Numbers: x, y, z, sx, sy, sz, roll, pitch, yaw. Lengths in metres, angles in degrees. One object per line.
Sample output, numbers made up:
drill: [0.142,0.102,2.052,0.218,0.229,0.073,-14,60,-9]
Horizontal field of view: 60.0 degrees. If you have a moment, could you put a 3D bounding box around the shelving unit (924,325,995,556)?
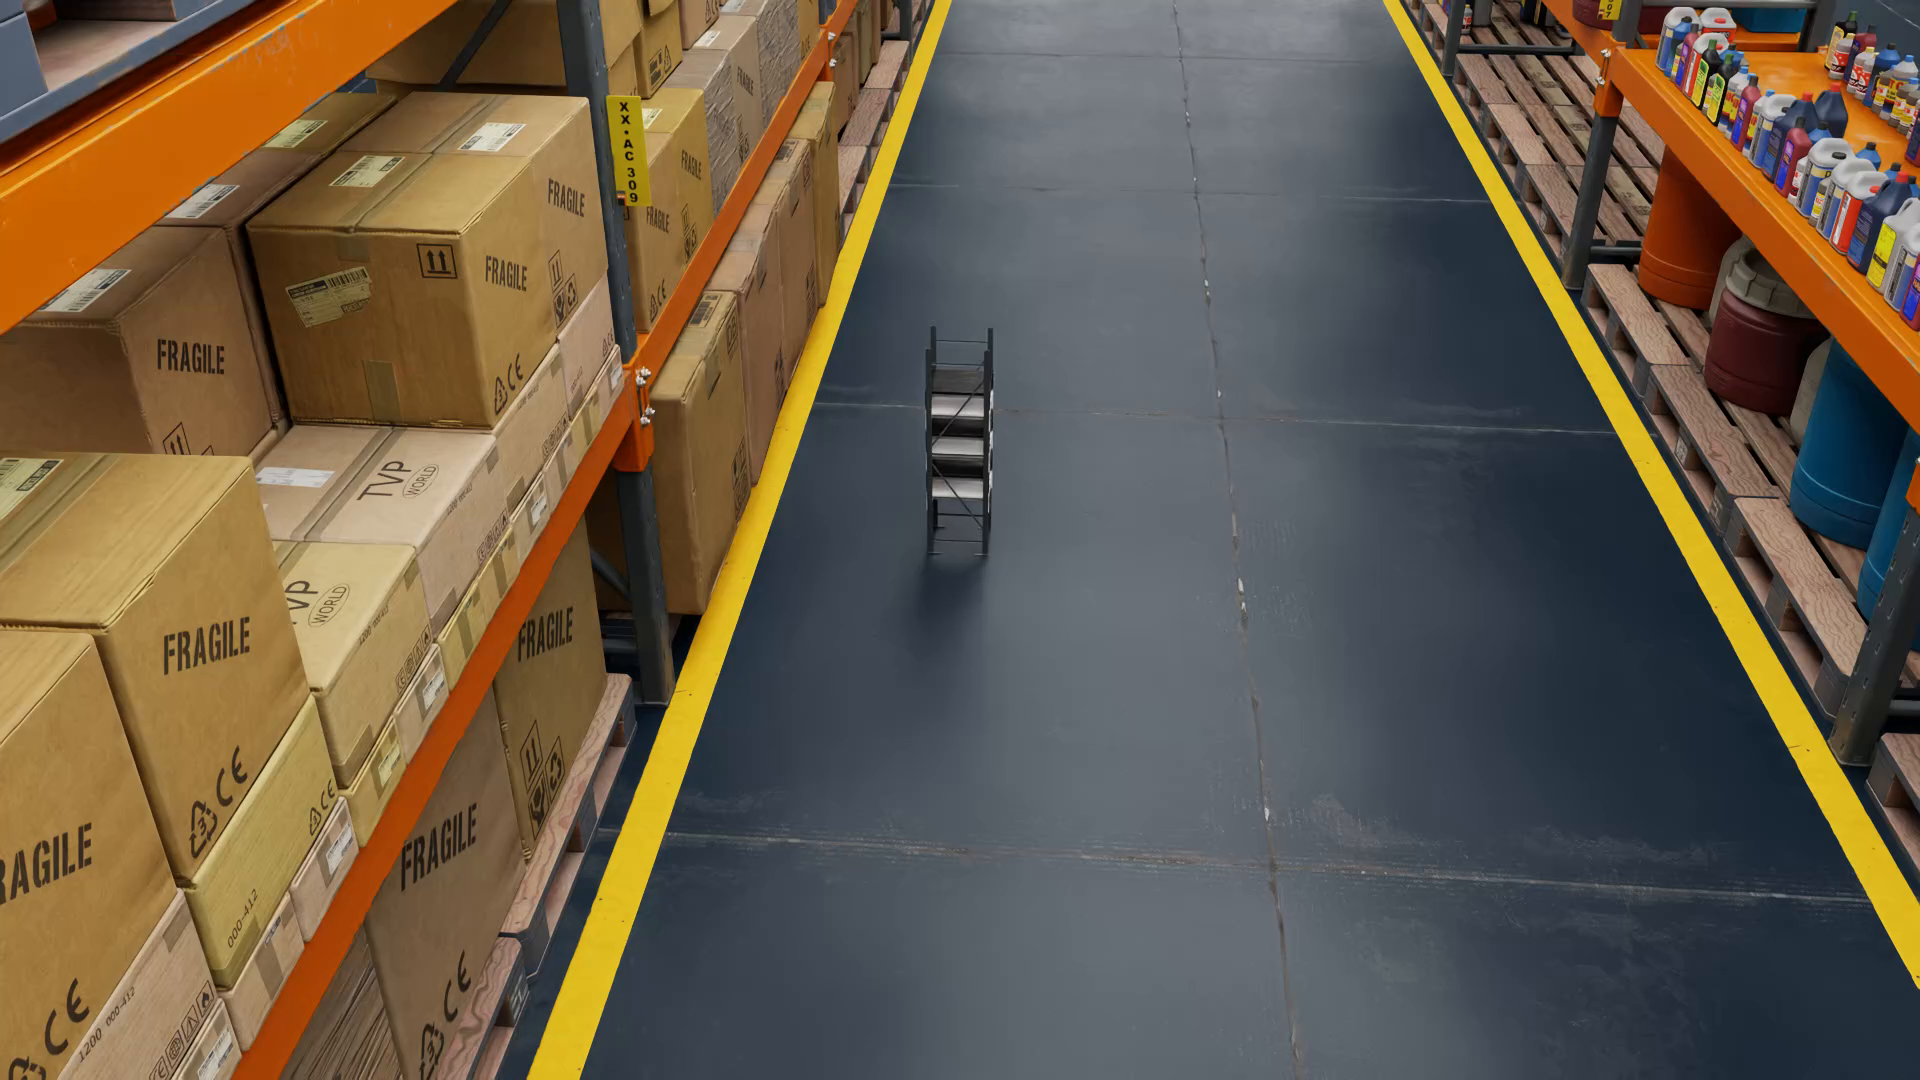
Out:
shelving unit: [-0.001,-0.379,6.507,0.258,0.900,0.210,2,32,4]

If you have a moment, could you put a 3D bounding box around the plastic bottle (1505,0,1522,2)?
plastic bottle: [4.457,-4.462,13.308,0.152,0.276,0.135,2,32,4]

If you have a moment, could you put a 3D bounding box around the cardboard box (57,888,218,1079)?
cardboard box: [-1.493,0.773,2.496,0.500,0.250,0.500,2,32,3]

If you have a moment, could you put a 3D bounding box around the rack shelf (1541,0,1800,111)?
rack shelf: [3.914,-3.364,10.035,1.077,0.370,4.000,2,32,4]

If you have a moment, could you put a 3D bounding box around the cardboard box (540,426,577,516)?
cardboard box: [-1.251,-0.195,4.446,0.380,0.149,0.250,2,32,3]

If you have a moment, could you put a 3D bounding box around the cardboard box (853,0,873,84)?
cardboard box: [-0.989,-3.482,11.504,0.700,0.500,0.500,2,32,4]

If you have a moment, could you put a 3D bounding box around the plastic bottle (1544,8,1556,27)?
plastic bottle: [4.539,-4.062,12.658,0.152,0.276,0.135,4,32,6]

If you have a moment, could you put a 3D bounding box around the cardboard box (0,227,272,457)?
cardboard box: [-1.890,-0.357,3.615,0.500,0.500,0.500,1,32,2]

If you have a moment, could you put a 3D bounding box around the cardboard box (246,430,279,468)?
cardboard box: [-1.892,-0.041,3.817,0.500,0.250,0.500,3,32,5]

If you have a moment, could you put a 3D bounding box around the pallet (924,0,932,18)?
pallet: [-0.743,-4.732,14.228,1.003,0.211,1.213,2,32,4]

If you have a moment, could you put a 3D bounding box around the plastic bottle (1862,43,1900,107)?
plastic bottle: [4.081,-2.057,7.352,0.097,0.271,0.097,0,32,0]

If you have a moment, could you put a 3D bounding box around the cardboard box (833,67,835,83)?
cardboard box: [-1.118,-2.601,10.074,0.700,0.500,0.500,0,32,0]

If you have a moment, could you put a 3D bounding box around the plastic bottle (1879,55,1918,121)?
plastic bottle: [4.065,-1.956,7.187,0.097,0.271,0.097,0,32,0]

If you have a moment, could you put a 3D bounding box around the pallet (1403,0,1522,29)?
pallet: [4.270,-4.518,13.879,1.003,0.211,1.213,2,32,4]

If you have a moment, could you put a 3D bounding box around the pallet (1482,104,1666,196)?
pallet: [3.955,-2.477,10.567,1.003,0.211,1.213,2,32,4]

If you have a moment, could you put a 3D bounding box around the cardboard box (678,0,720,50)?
cardboard box: [-1.365,-2.232,6.461,0.797,0.503,0.637,3,32,6]

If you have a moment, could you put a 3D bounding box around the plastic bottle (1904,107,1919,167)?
plastic bottle: [3.892,-1.656,6.690,0.061,0.283,0.133,2,32,4]

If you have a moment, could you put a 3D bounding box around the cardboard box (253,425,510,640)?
cardboard box: [-1.366,-0.027,3.794,0.500,0.250,0.500,3,32,5]

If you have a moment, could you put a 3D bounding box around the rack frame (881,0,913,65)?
rack frame: [-0.860,-4.927,11.886,1.000,3.000,0.127,2,32,4]

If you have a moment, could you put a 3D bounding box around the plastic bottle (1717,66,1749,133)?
plastic bottle: [3.290,-1.865,7.040,0.097,0.271,0.097,0,32,0]

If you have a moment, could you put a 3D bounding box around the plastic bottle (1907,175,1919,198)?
plastic bottle: [3.332,-1.157,5.891,0.097,0.271,0.097,0,32,0]

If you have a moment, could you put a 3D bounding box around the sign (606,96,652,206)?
sign: [-0.958,-1.123,4.813,0.100,0.325,0.005,2,32,4]

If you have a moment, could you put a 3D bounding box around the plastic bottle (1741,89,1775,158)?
plastic bottle: [3.263,-1.693,6.761,0.097,0.271,0.097,0,32,0]

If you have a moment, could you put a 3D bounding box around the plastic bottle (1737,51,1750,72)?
plastic bottle: [3.482,-2.089,7.471,0.097,0.201,0.097,0,32,0]

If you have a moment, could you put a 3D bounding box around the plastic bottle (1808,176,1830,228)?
plastic bottle: [3.199,-1.255,6.116,0.097,0.201,0.097,0,32,0]

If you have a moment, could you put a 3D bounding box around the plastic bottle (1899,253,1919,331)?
plastic bottle: [3.109,-0.826,5.342,0.061,0.283,0.133,2,32,4]

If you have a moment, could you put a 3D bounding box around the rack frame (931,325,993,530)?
rack frame: [0.008,-0.432,6.593,0.240,0.900,0.006,2,32,4]

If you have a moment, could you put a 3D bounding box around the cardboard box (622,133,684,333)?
cardboard box: [-1.224,-1.016,5.445,0.500,0.500,0.500,3,32,4]

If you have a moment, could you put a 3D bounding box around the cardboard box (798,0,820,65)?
cardboard box: [-0.978,-2.610,8.030,0.500,0.500,0.500,3,32,5]

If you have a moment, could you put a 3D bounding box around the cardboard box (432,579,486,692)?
cardboard box: [-1.314,0.208,3.792,0.380,0.149,0.250,2,32,3]

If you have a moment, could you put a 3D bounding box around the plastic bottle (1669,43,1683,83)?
plastic bottle: [3.349,-2.217,7.677,0.097,0.201,0.097,0,32,0]

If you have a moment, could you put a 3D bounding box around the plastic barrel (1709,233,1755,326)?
plastic barrel: [3.772,-1.188,7.790,0.421,0.512,0.421,0,32,0]

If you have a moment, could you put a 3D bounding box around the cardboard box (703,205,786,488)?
cardboard box: [-1.407,-0.821,6.848,1.225,0.875,0.875,1,32,2]

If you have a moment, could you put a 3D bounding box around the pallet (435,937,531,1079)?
pallet: [-1.748,1.477,4.152,1.003,0.211,1.213,2,32,4]

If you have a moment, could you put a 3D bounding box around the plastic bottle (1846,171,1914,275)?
plastic bottle: [3.189,-1.103,5.727,0.144,0.351,0.185,2,32,4]

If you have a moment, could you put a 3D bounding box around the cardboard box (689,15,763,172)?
cardboard box: [-1.106,-1.811,6.735,0.500,0.500,0.500,3,32,5]

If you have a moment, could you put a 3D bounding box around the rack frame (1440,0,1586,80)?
rack frame: [4.077,-4.716,11.543,1.000,3.000,0.127,2,32,4]

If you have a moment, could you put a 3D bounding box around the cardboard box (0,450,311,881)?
cardboard box: [-1.452,0.193,2.722,0.500,0.500,0.500,2,32,3]

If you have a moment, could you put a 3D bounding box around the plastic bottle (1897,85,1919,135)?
plastic bottle: [4.050,-1.824,7.040,0.097,0.201,0.097,0,32,0]

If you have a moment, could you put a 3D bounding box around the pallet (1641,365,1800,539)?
pallet: [3.627,-0.387,7.176,1.003,0.211,1.213,2,32,4]

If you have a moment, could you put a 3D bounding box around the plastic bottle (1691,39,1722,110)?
plastic bottle: [3.300,-2.052,7.332,0.061,0.283,0.133,2,32,4]

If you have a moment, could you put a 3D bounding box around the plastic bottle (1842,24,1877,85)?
plastic bottle: [4.125,-2.224,7.611,0.061,0.283,0.133,2,32,4]

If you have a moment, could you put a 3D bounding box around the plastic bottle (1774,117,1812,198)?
plastic bottle: [3.209,-1.472,6.391,0.061,0.283,0.133,2,32,4]

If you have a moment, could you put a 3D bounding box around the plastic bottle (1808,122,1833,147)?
plastic bottle: [3.290,-1.473,6.404,0.097,0.271,0.097,0,32,0]

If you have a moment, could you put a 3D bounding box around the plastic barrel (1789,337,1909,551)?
plastic barrel: [3.545,-0.472,6.256,0.600,0.901,0.708,2,32,4]

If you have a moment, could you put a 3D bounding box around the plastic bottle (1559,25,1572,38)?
plastic bottle: [4.540,-3.889,12.383,0.097,0.271,0.097,0,32,0]

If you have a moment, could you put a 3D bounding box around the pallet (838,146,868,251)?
pallet: [-1.120,-2.057,9.887,1.003,0.211,1.213,2,32,4]

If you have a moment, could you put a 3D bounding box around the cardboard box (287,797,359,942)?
cardboard box: [-1.377,0.611,3.140,0.380,0.149,0.250,2,32,3]

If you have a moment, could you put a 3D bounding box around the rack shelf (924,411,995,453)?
rack shelf: [-0.001,-0.427,6.477,0.258,0.077,0.200,2,32,4]

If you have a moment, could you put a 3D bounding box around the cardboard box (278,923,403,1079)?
cardboard box: [-1.790,1.259,3.472,0.875,0.875,0.875,2,32,4]

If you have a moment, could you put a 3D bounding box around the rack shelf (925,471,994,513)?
rack shelf: [-0.001,-0.197,6.619,0.258,0.077,0.200,2,32,4]

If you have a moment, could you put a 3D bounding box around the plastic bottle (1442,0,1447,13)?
plastic bottle: [3.829,-4.283,13.010,0.061,0.283,0.133,5,32,7]

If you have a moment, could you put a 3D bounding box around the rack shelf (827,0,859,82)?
rack shelf: [-1.022,-3.575,10.378,1.077,0.370,4.000,2,32,4]
